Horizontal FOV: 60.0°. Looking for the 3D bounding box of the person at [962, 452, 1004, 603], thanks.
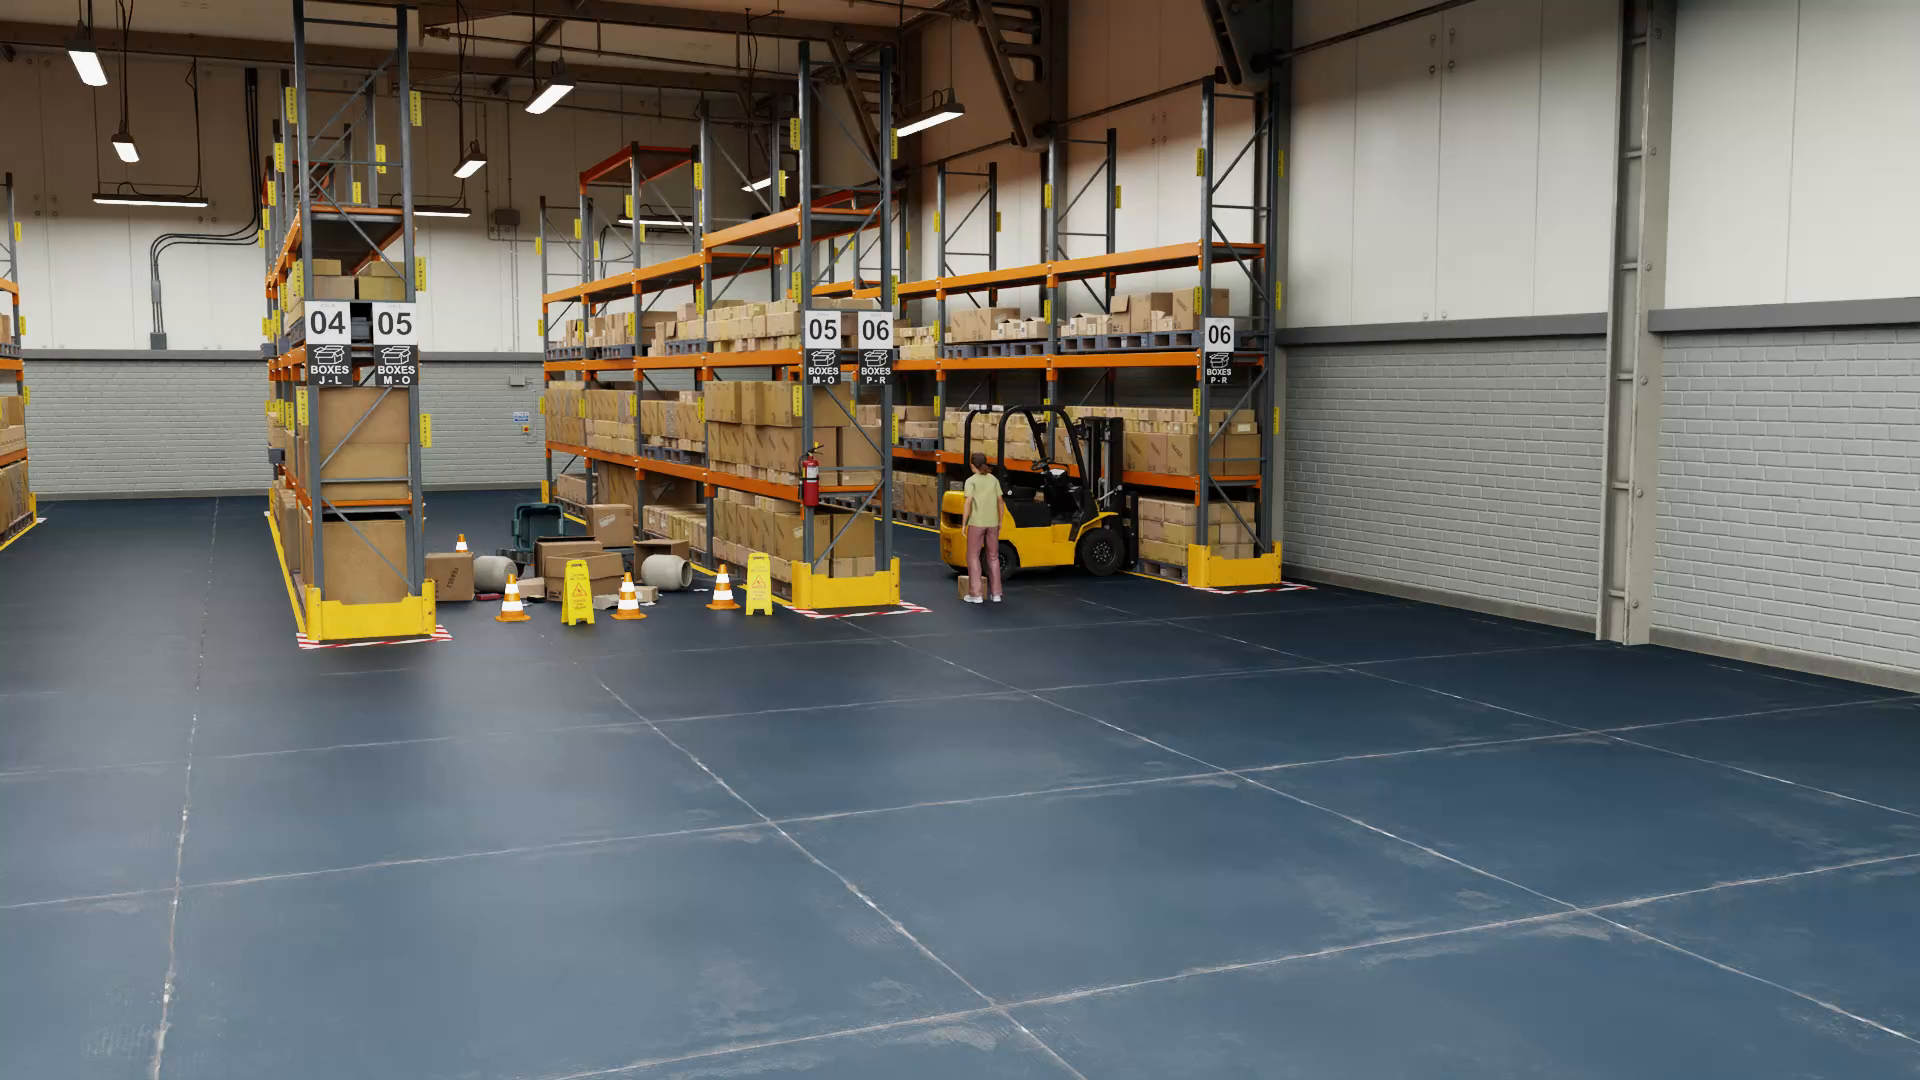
[{"bbox_3d":[0.246,-0.145,18.478,0.507,1.672,0.350,-3,6,-25],"label":"person"}]
